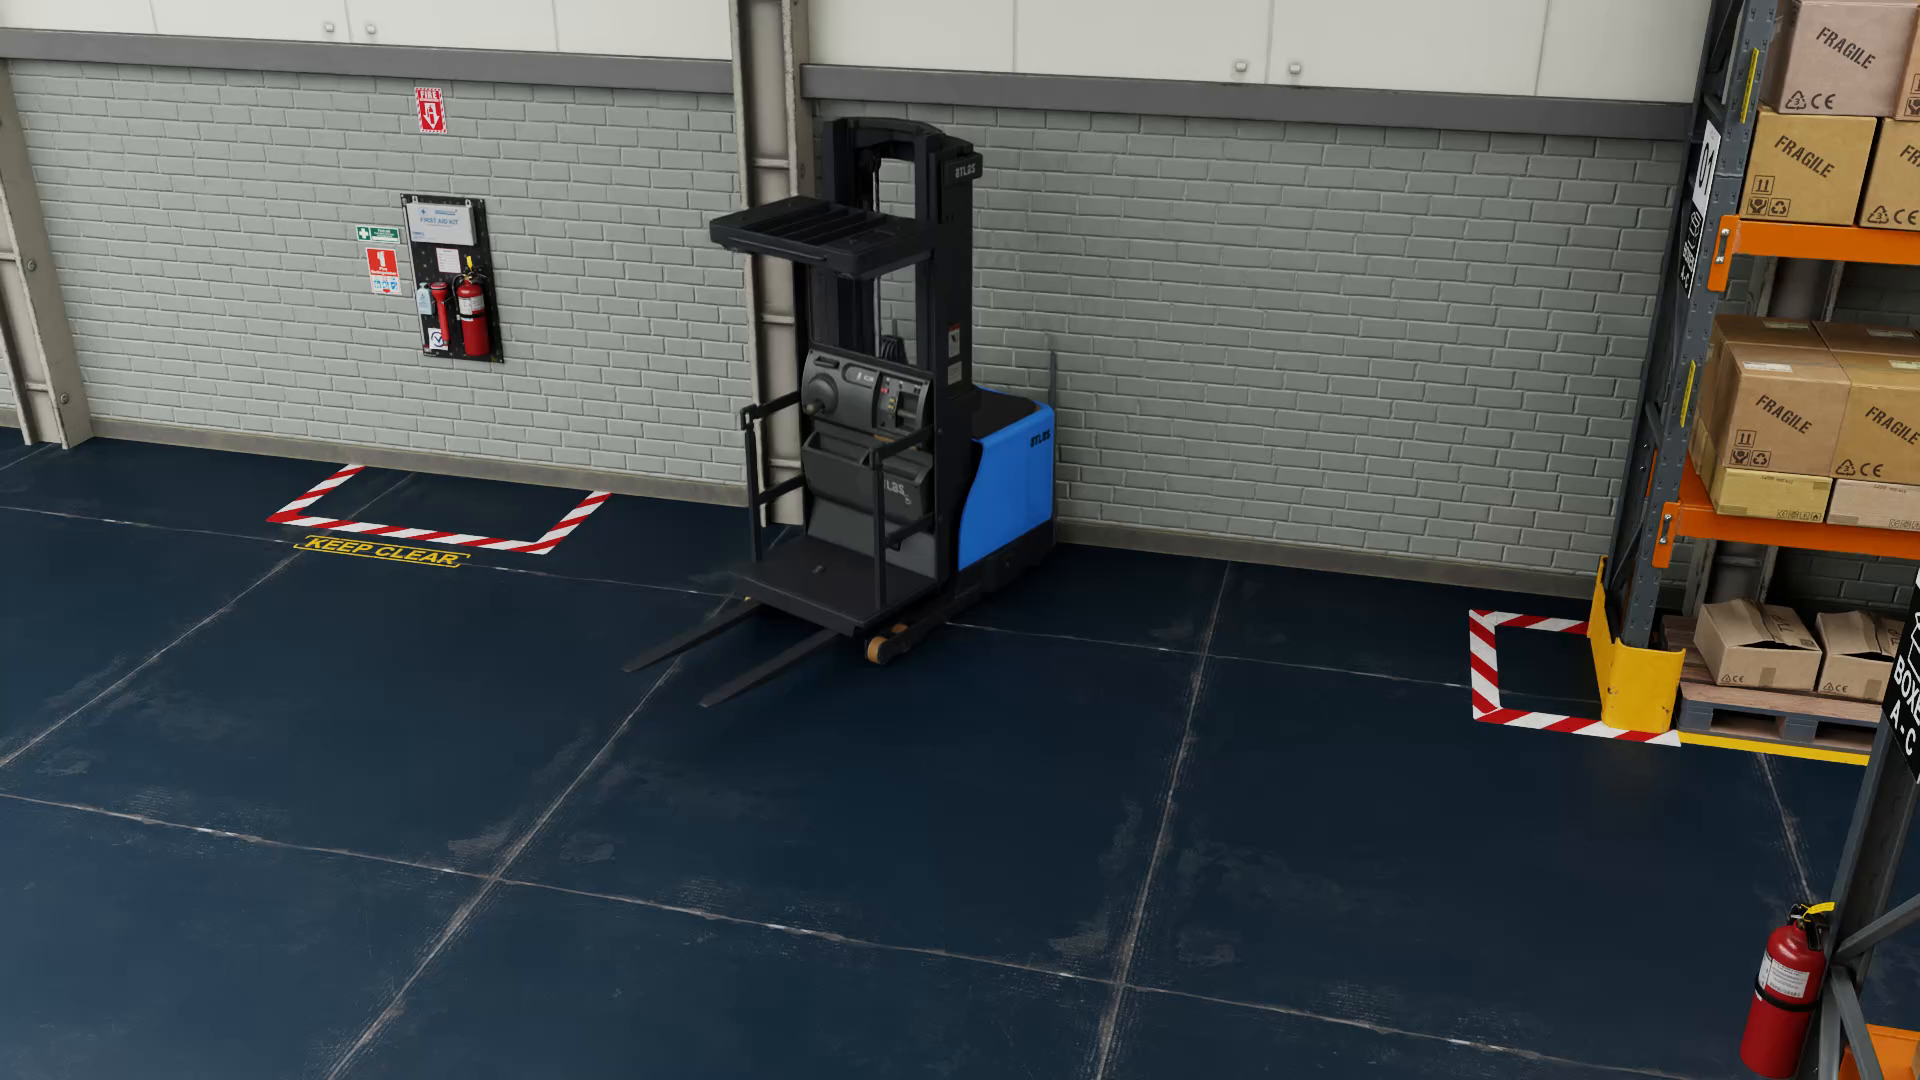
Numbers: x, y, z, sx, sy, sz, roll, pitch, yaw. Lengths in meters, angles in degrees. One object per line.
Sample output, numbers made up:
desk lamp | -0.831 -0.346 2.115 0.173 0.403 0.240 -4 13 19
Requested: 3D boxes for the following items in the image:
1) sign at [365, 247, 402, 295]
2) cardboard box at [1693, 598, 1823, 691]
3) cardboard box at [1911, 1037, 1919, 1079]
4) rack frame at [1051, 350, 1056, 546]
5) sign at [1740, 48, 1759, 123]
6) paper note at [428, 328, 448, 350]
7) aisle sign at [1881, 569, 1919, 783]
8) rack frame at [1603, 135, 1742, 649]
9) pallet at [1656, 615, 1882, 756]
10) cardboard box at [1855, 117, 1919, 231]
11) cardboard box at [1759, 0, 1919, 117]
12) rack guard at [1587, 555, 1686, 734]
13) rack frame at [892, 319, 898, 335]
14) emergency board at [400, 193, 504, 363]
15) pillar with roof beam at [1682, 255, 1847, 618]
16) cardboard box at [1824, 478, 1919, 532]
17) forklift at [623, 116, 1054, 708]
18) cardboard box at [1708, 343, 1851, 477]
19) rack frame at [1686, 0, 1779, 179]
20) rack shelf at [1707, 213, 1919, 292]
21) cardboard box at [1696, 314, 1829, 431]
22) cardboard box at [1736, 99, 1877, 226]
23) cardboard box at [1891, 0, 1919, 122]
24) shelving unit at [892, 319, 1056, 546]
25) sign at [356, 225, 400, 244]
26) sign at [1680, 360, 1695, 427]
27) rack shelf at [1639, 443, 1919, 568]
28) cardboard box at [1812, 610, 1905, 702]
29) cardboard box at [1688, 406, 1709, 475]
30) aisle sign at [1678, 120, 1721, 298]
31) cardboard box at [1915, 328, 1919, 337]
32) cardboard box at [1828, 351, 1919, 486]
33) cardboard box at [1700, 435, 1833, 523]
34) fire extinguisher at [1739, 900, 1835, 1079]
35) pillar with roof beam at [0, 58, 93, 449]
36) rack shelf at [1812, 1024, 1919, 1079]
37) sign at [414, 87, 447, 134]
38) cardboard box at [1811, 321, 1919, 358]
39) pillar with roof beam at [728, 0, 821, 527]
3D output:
sign | -4.052 -1.890 11.690 0.234 0.329 0.001 6 26 13
cardboard box | 4.407 0.563 9.195 0.500 0.311 0.500 3 26 7
cardboard box | 2.978 1.509 4.475 0.500 0.500 0.700 6 26 13
rack frame | 0.614 -0.744 11.053 0.032 1.500 0.500 0 13 2
sign | 3.624 -2.087 7.638 0.005 0.325 0.100 6 26 13
paper note | -3.696 -1.422 11.772 0.142 0.148 0.016 6 26 13
aisle sign | 2.539 0.195 4.326 0.004 0.787 0.394 6 26 13
rack frame | 3.759 -0.564 8.946 0.127 3.000 1.000 6 26 13
pallet | 4.611 0.805 9.314 1.213 0.211 1.003 6 26 13
cardboard box | 4.532 -1.760 7.829 0.500 0.500 0.500 8 27 16
cardboard box | 4.072 -2.282 7.761 0.500 0.500 0.500 4 26 9
rack guard | 3.833 0.573 9.466 0.348 0.500 1.175 6 26 13
rack frame | -0.402 -0.738 11.088 0.032 1.500 0.500 0 13 2
emergency board | -3.542 -1.772 11.483 0.643 1.169 0.194 6 26 13
pillar with roof beam | 3.580 -1.766 4.490 0.400 9.000 9.100 6 26 13
cardboard box | 4.659 -0.271 8.482 0.500 0.250 0.500 5 26 11
forklift | -0.685 -0.833 9.591 1.130 2.935 3.031 18 31 34
cardboard box | 4.147 -0.668 8.442 0.500 0.500 0.500 6 26 13
rack frame | 3.759 -3.273 7.656 0.127 3.000 1.000 6 26 13
rack shelf | 5.696 -1.380 8.006 4.000 0.370 1.077 6 26 13
cardboard box | 4.269 -0.882 8.892 0.500 0.500 0.500 6 26 12
cardboard box | 4.021 -1.833 7.981 0.500 0.500 0.500 7 26 14
cardboard box | 4.545 -2.207 7.604 0.500 0.500 0.500 6 26 12
shelving unit | 0.106 -0.741 11.071 1.048 1.500 0.538 0 13 2
sign | -4.050 -2.125 11.567 0.331 0.109 0.001 6 26 13
sign | 3.624 -0.729 8.285 0.005 0.325 0.100 6 26 13
rack shelf | 5.696 -0.025 8.650 4.000 0.370 1.077 6 26 13
cardboard box | 4.959 0.624 9.066 0.500 0.311 0.500 9 27 17
cardboard box | 4.260 -0.536 9.038 0.500 0.250 0.500 7 26 14
aisle sign | 3.615 -1.621 8.141 0.004 0.787 0.394 6 26 13
cardboard box | 5.256 -0.771 8.658 0.500 0.500 0.500 6 26 12
cardboard box | 4.623 -0.611 8.322 0.500 0.500 0.500 6 26 13
cardboard box | 4.153 -0.321 8.586 0.500 0.250 0.500 6 26 11
fire extinguisher | 2.530 1.327 5.062 0.183 0.674 0.296 6 26 13
pillar with roof beam | -8.041 -3.051 7.189 0.400 9.000 9.100 6 26 13
rack shelf | 4.466 2.037 4.318 4.000 0.370 1.077 6 26 13
sign | -3.525 -2.861 11.073 0.199 0.298 0.001 6 26 13
cardboard box | 4.754 -0.824 8.770 0.500 0.500 0.500 7 26 14
pillar with roof beam | -2.230 -2.408 5.840 0.400 9.000 9.100 6 26 13
